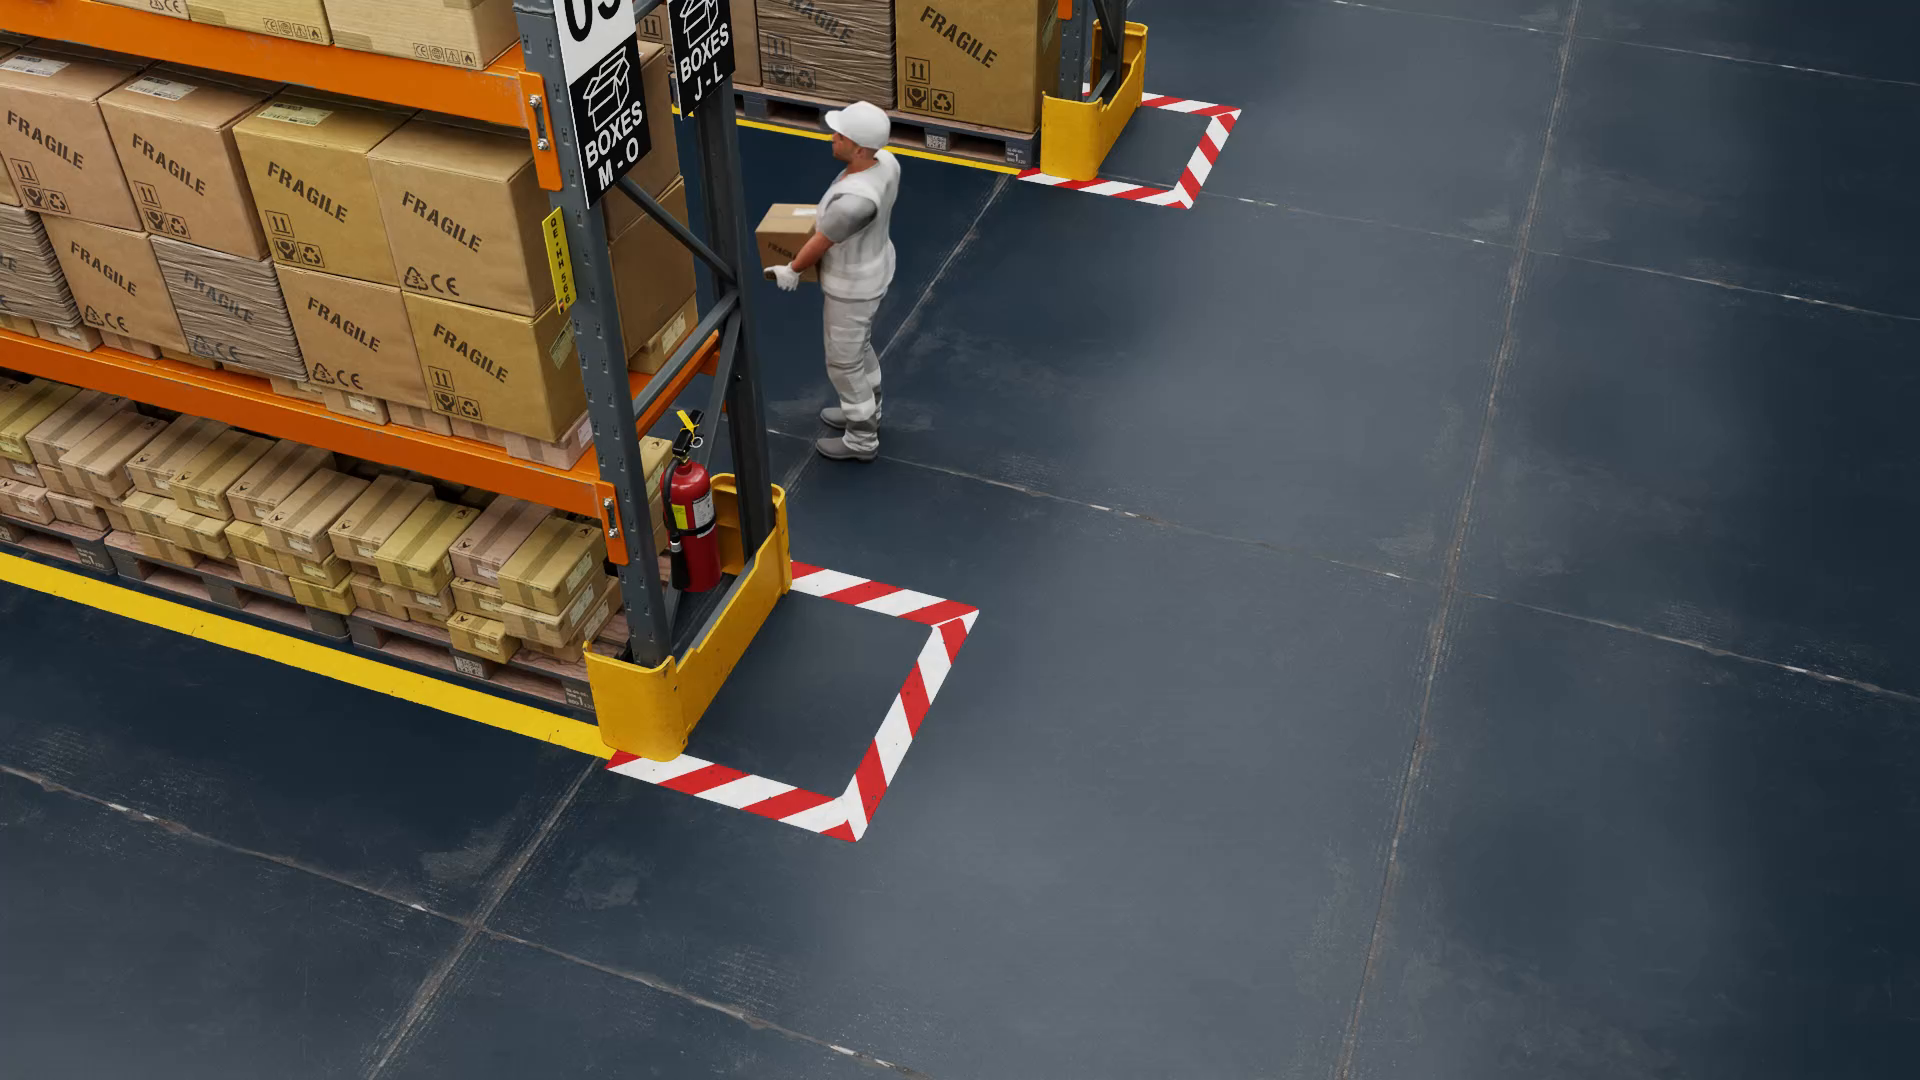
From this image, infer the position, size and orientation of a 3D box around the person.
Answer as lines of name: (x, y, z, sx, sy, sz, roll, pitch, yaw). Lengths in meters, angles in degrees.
person: (-0.567, -1.160, 7.474, 0.572, 1.782, 0.493, 9, 42, 10)
